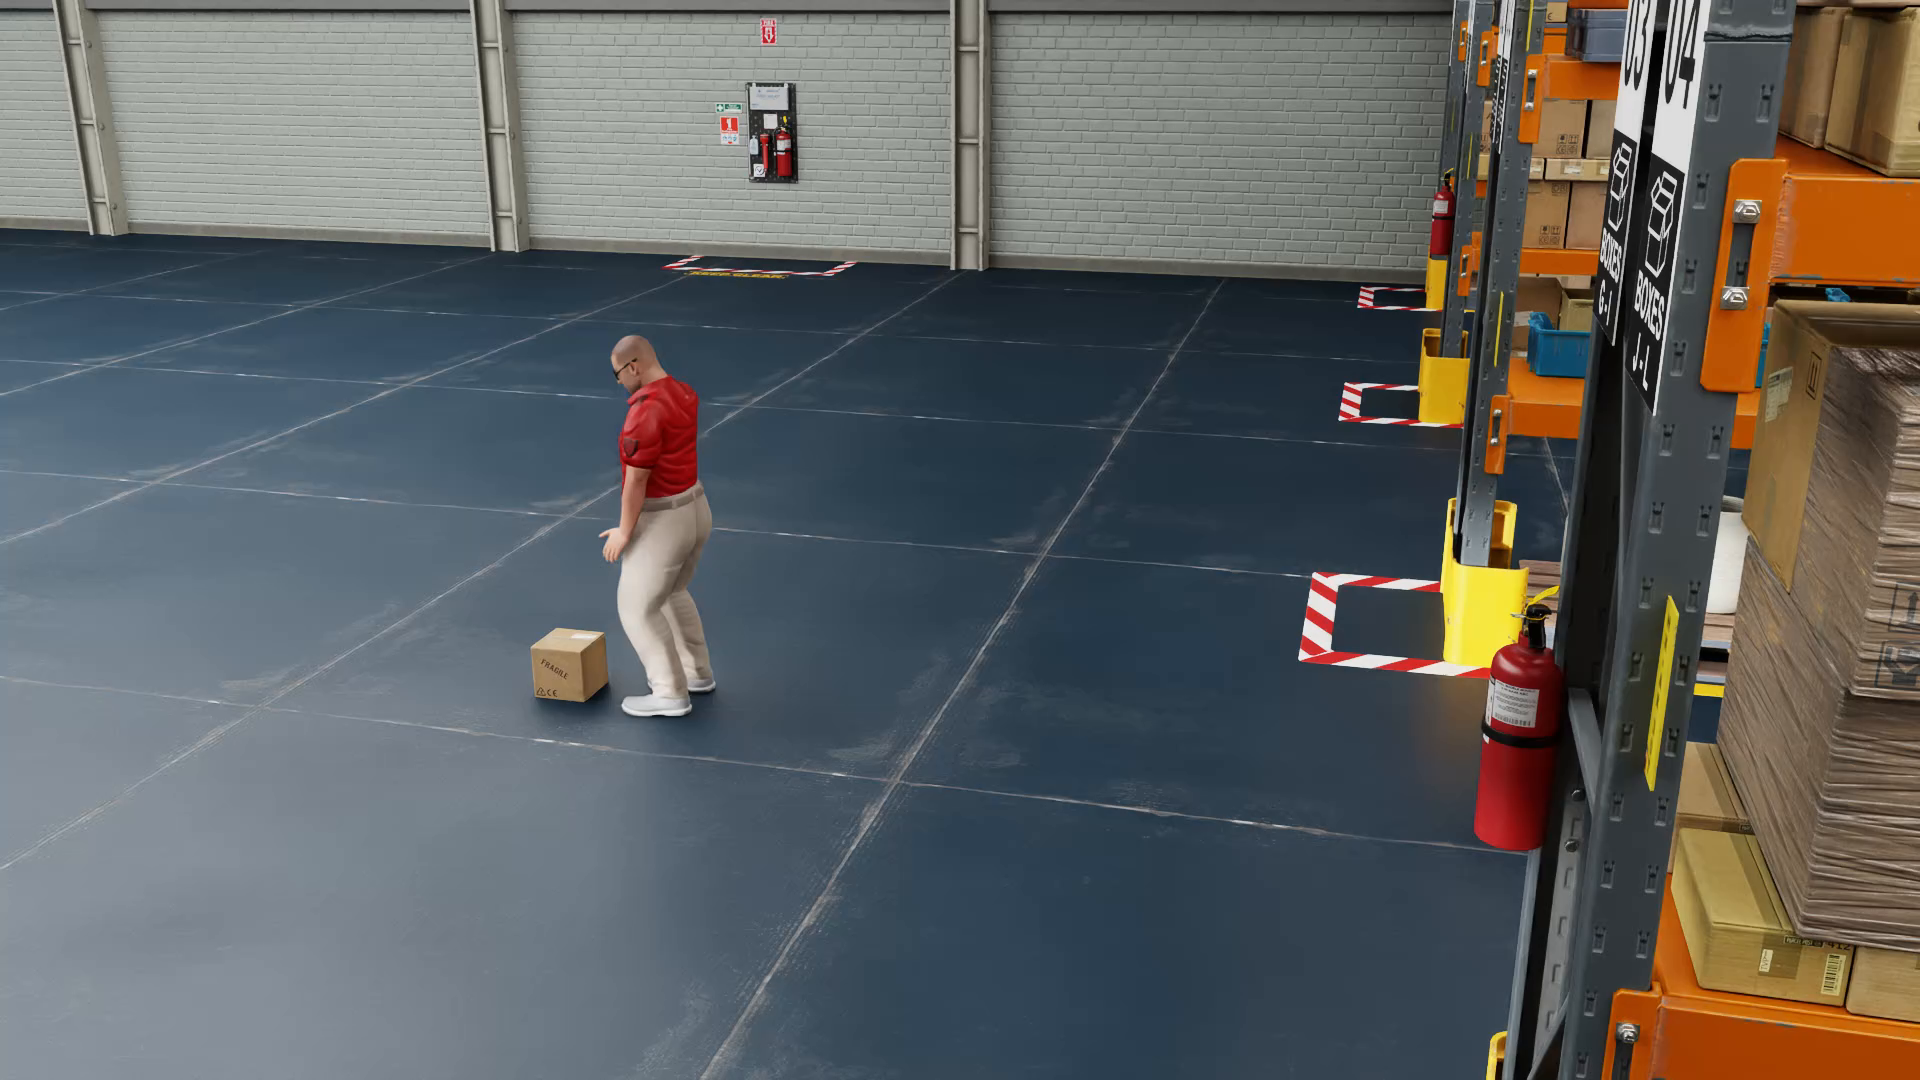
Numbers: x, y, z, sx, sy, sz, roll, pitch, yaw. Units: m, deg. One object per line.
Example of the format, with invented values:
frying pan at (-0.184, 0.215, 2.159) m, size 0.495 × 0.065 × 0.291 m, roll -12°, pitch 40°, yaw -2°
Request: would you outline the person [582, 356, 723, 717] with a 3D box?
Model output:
person at (-1.343, -0.013, 7.340) m, size 0.526 × 1.607 × 0.575 m, roll 5°, pitch 19°, yaw 15°
